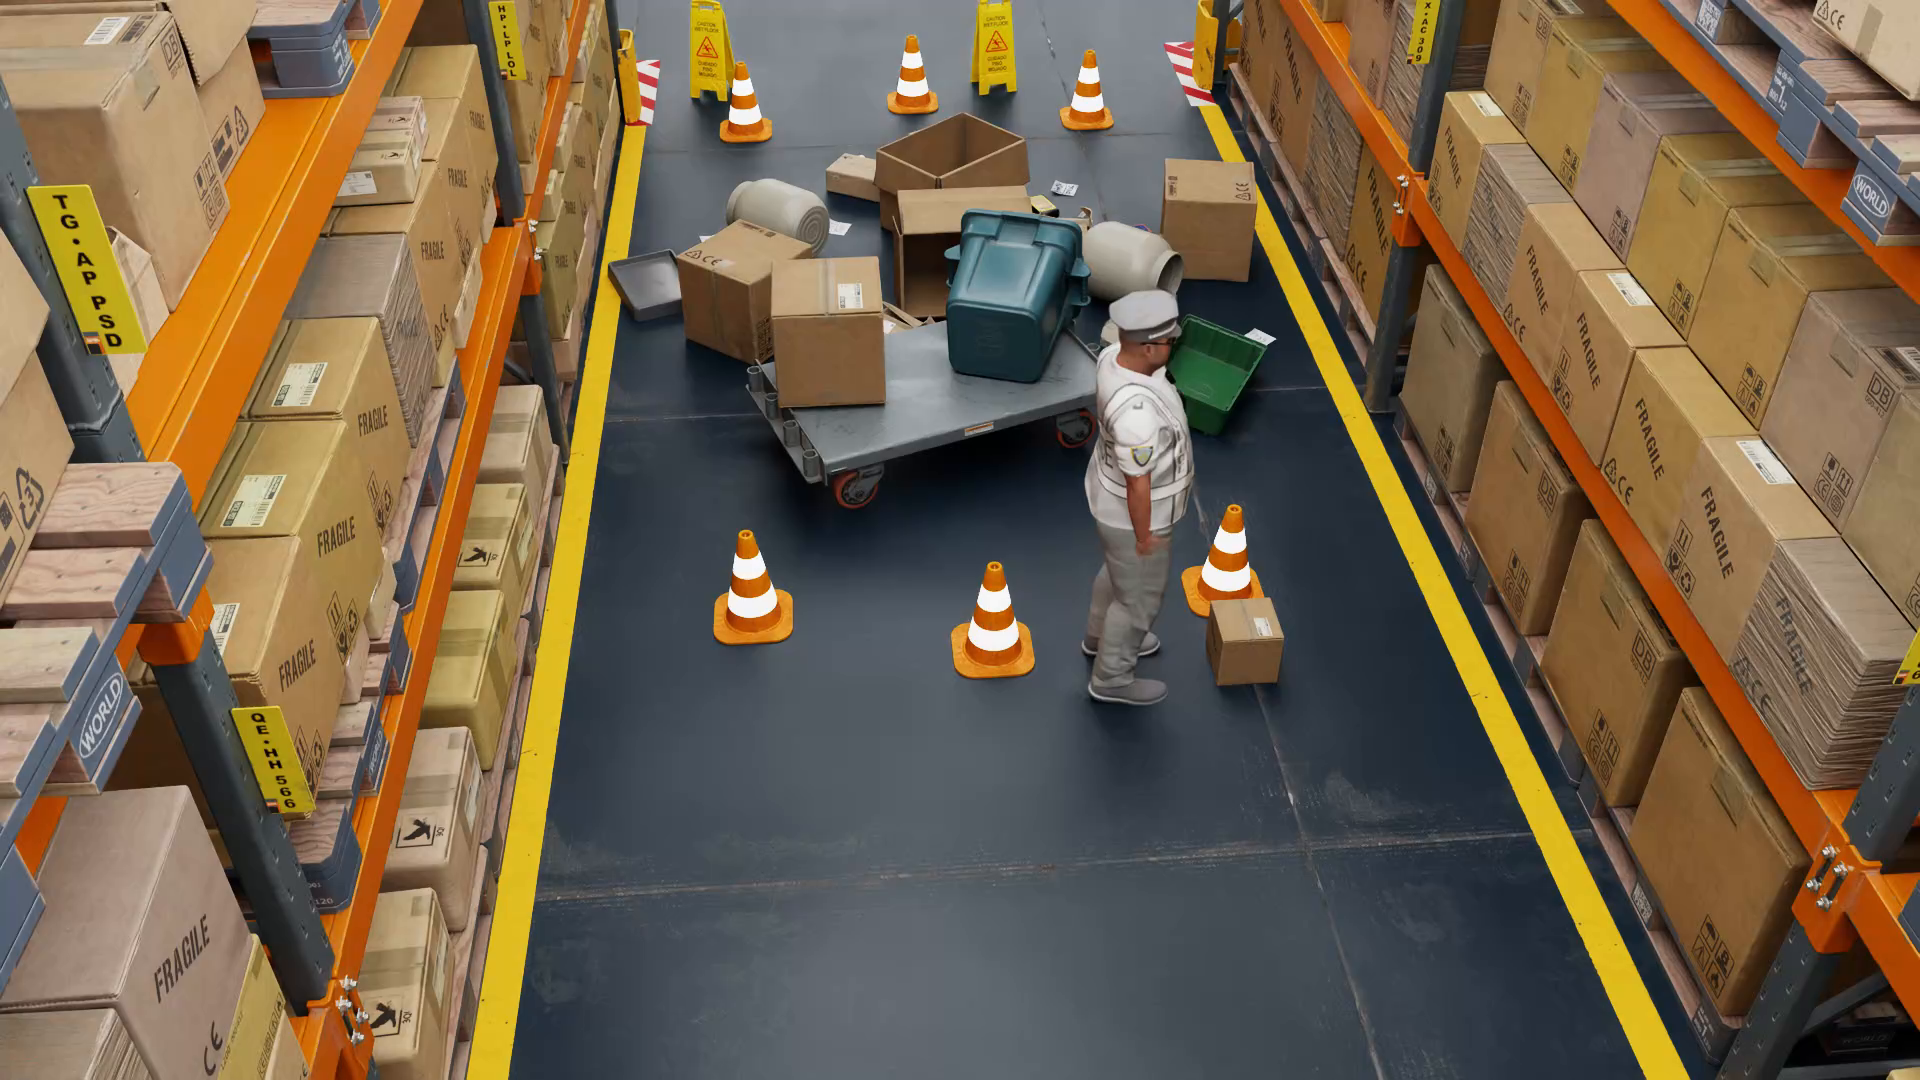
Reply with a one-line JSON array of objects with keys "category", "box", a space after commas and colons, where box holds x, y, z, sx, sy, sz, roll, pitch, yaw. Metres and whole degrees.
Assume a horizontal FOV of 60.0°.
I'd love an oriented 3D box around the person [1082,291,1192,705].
[{"category": "person", "box": [0.677, -0.149, 6.350, 0.374, 1.745, 0.530, -2, 39, -3]}]
